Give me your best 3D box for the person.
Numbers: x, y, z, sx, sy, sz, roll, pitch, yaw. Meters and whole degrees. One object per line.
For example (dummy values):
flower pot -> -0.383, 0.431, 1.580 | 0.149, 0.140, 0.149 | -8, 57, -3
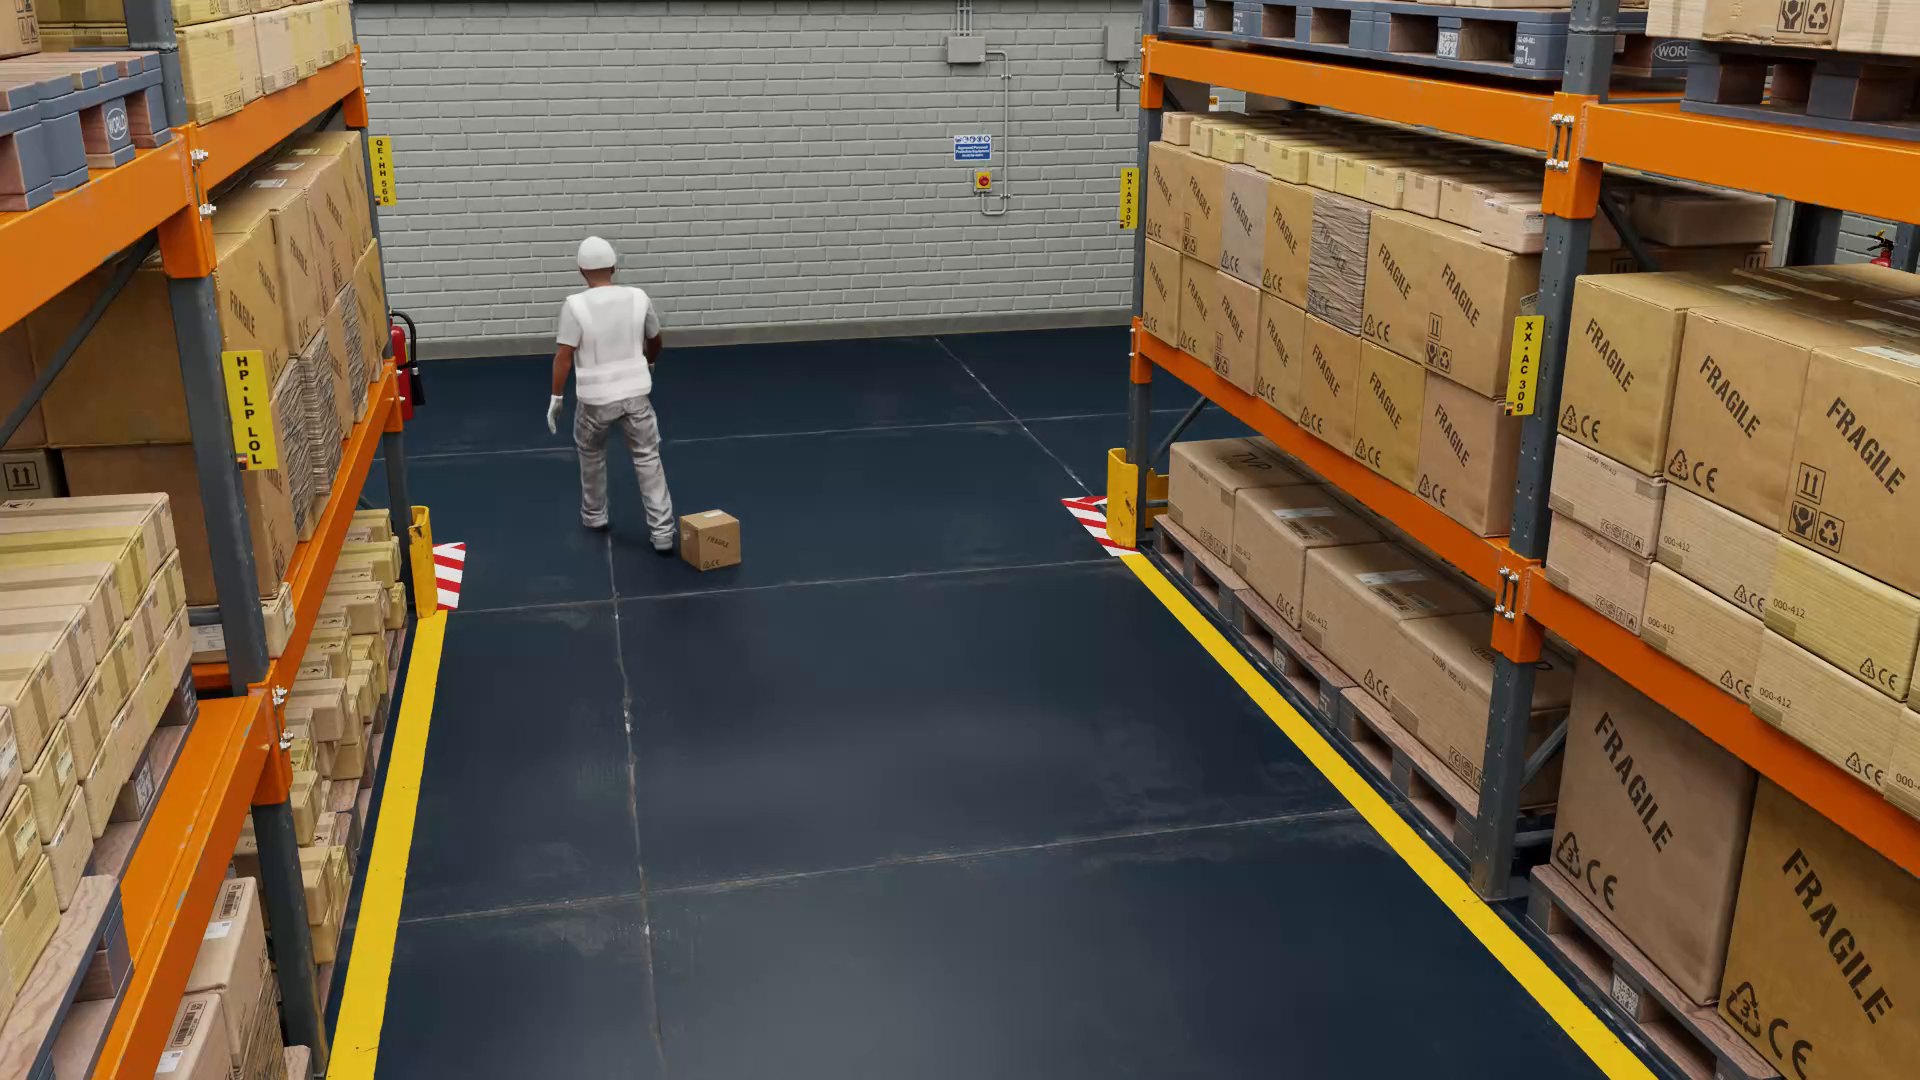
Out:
person -> -2.023, -0.828, 9.434 | 0.763, 1.782, 0.887 | -11, 22, -28
